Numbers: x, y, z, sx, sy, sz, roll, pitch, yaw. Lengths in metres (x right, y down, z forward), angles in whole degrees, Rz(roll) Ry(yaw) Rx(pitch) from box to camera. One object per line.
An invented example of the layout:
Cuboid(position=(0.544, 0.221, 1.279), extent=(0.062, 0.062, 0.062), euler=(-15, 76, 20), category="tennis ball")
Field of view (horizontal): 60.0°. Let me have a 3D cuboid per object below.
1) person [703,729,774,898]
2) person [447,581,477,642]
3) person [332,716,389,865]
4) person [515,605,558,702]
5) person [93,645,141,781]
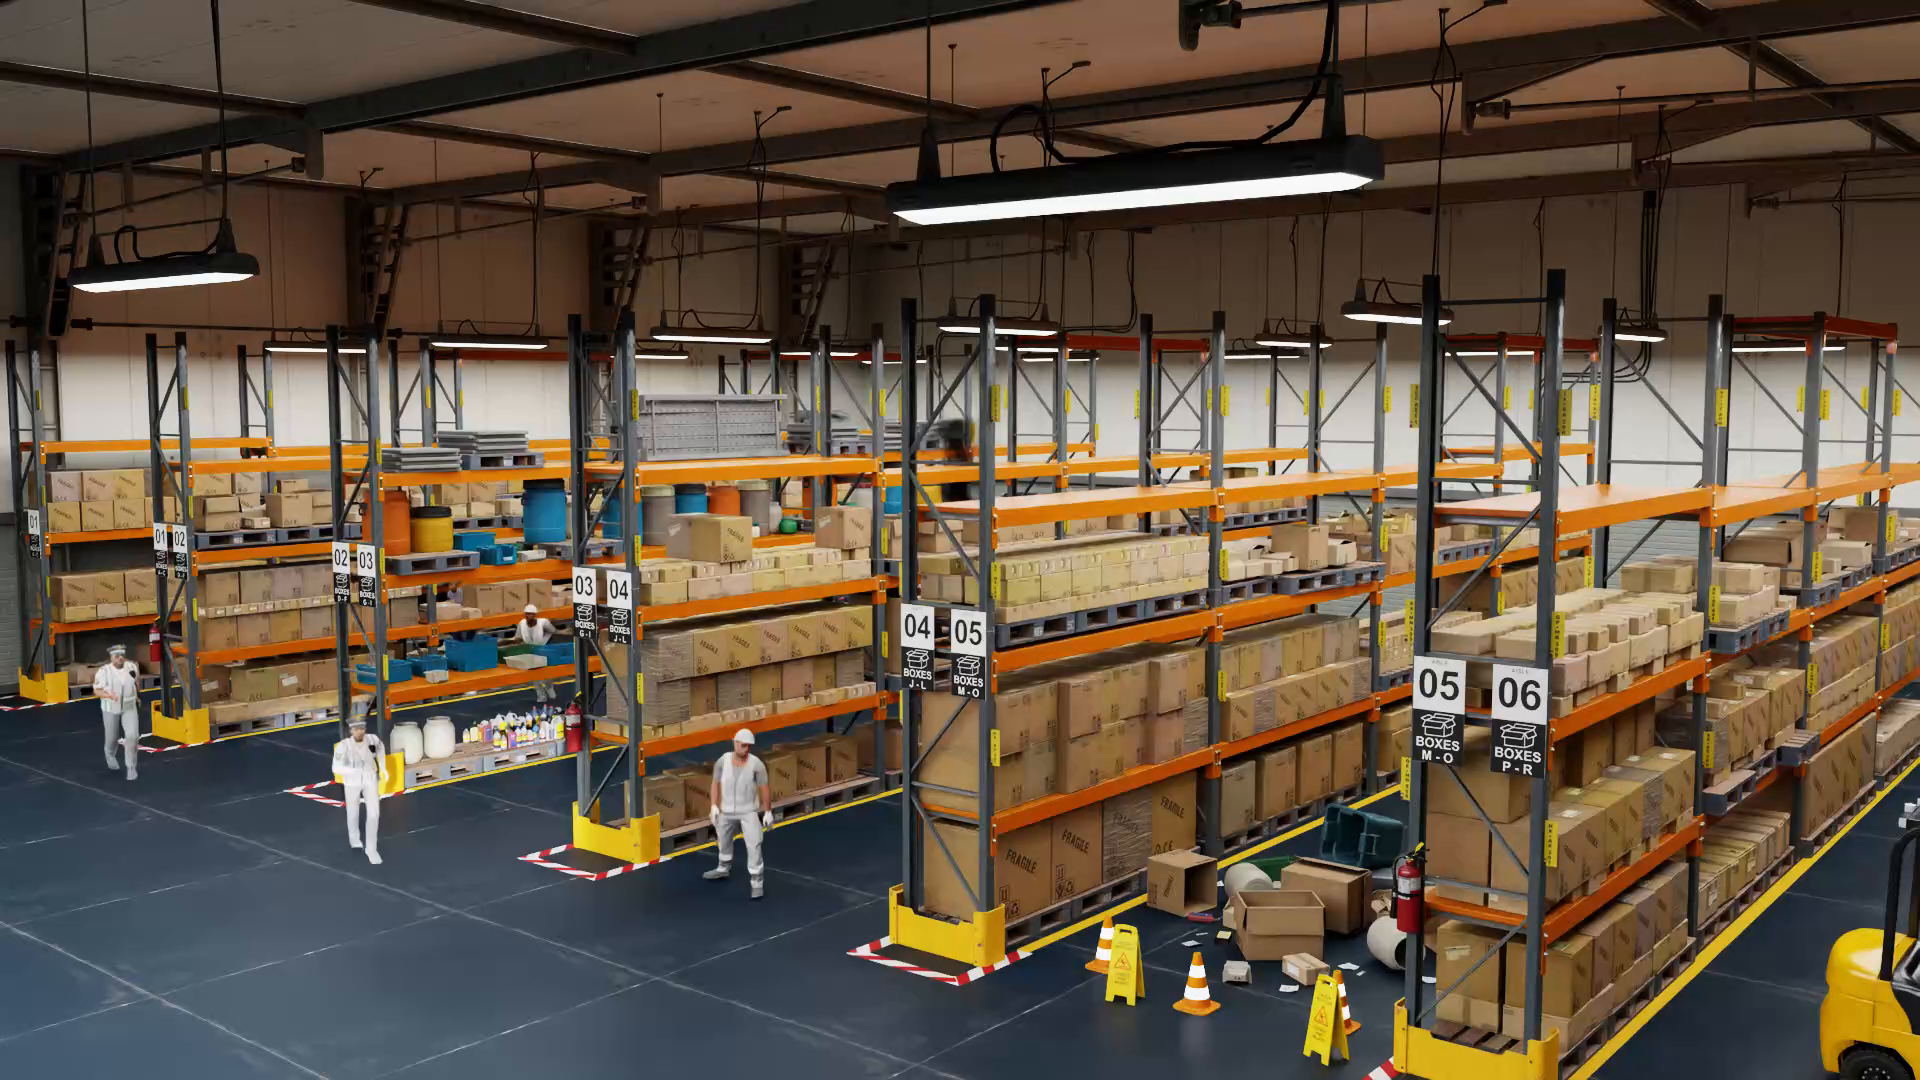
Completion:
Cuboid(position=(-2.322, 2.769, 17.173), extent=(0.840, 1.722, 0.740), euler=(1, 5, 10), category="person")
Cuboid(position=(-9.647, 1.476, 32.313), extent=(0.590, 1.485, 0.717), euler=(1, 5, 11), category="person")
Cuboid(position=(-6.621, 2.707, 18.308), extent=(0.550, 1.659, 0.938), euler=(-2, 6, -24), category="person")
Cuboid(position=(-6.943, 1.877, 27.305), extent=(0.708, 1.673, 0.774), euler=(1, 5, 8), category="person")
Cuboid(position=(-11.289, 2.248, 22.301), extent=(0.597, 1.740, 0.895), euler=(-4, 6, -34), category="person")
